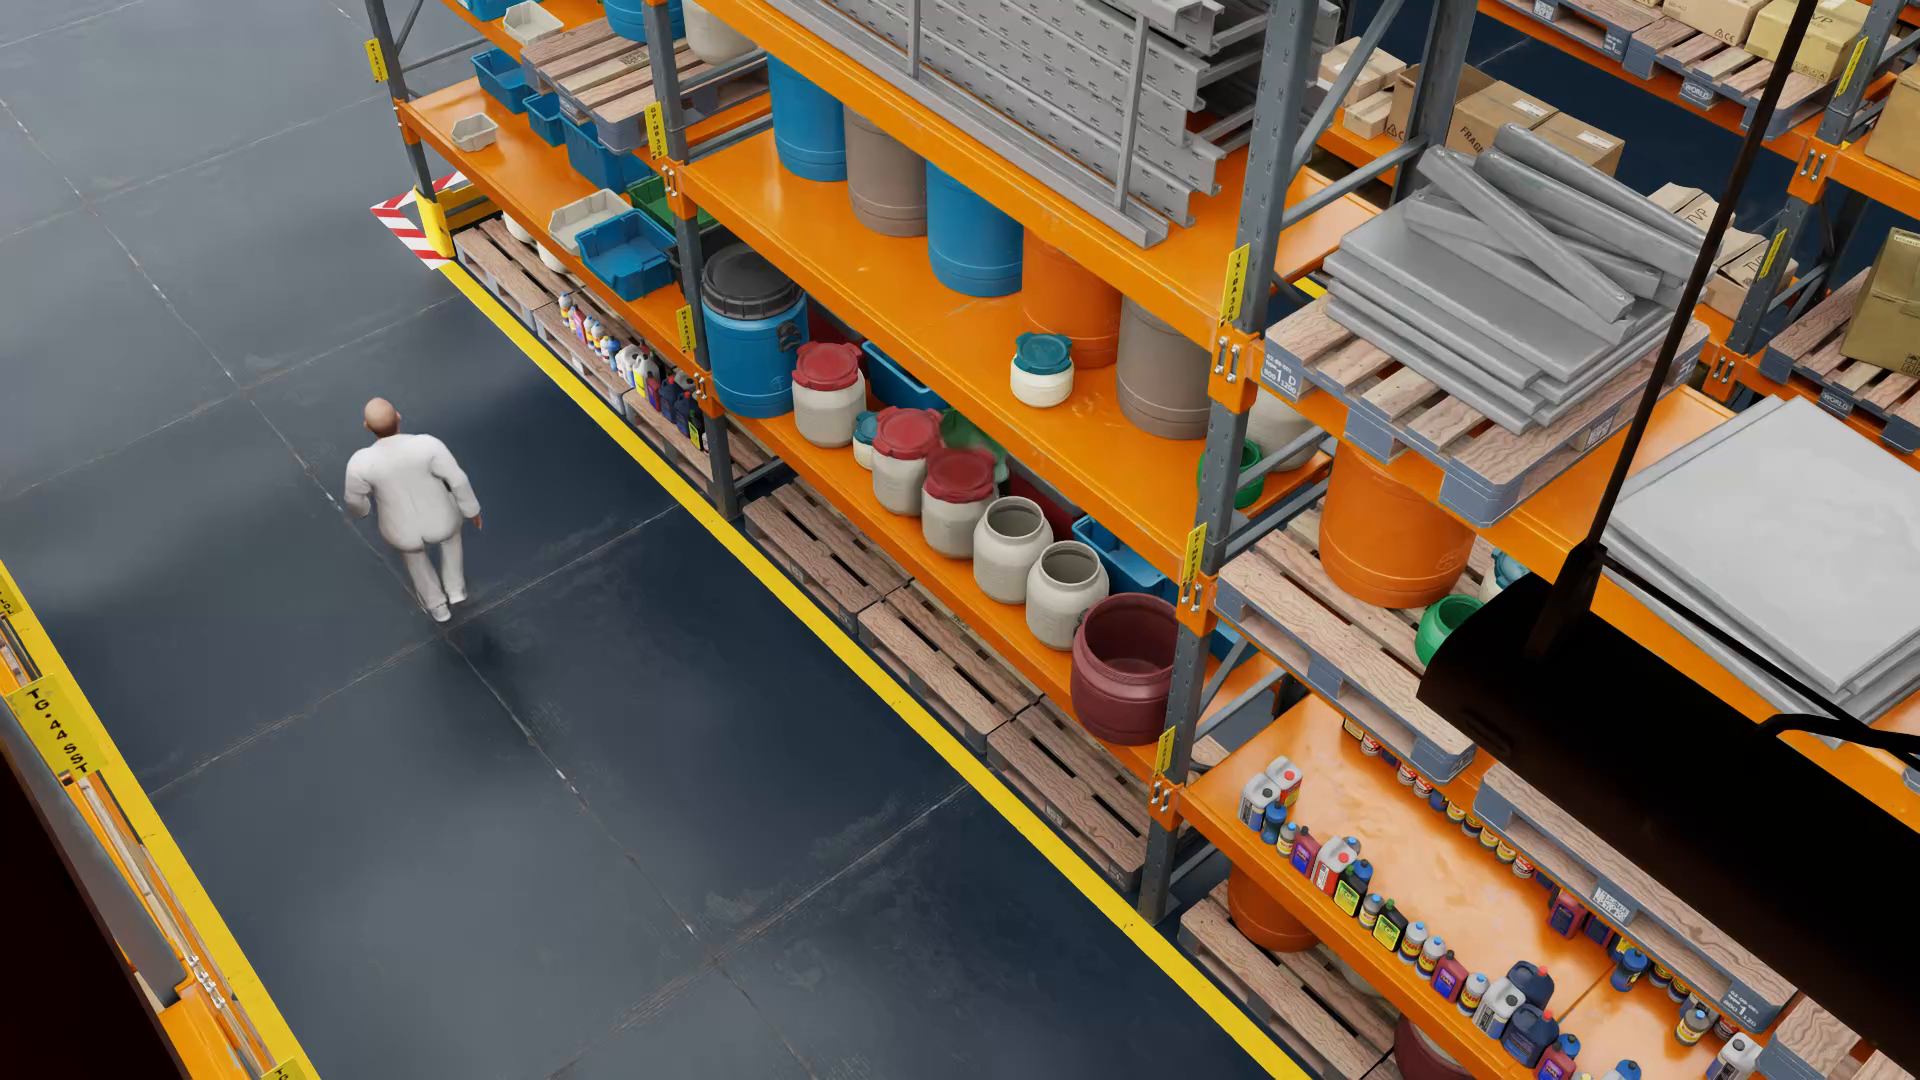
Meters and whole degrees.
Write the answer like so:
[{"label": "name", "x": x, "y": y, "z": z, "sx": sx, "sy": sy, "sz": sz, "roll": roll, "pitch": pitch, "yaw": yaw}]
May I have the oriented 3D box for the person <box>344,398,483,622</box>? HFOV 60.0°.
[{"label": "person", "x": -3.200, "y": -0.174, "z": 9.785, "sx": 0.718, "sy": 1.667, "sz": 0.569, "roll": -15, "pitch": 48, "yaw": -14}]
